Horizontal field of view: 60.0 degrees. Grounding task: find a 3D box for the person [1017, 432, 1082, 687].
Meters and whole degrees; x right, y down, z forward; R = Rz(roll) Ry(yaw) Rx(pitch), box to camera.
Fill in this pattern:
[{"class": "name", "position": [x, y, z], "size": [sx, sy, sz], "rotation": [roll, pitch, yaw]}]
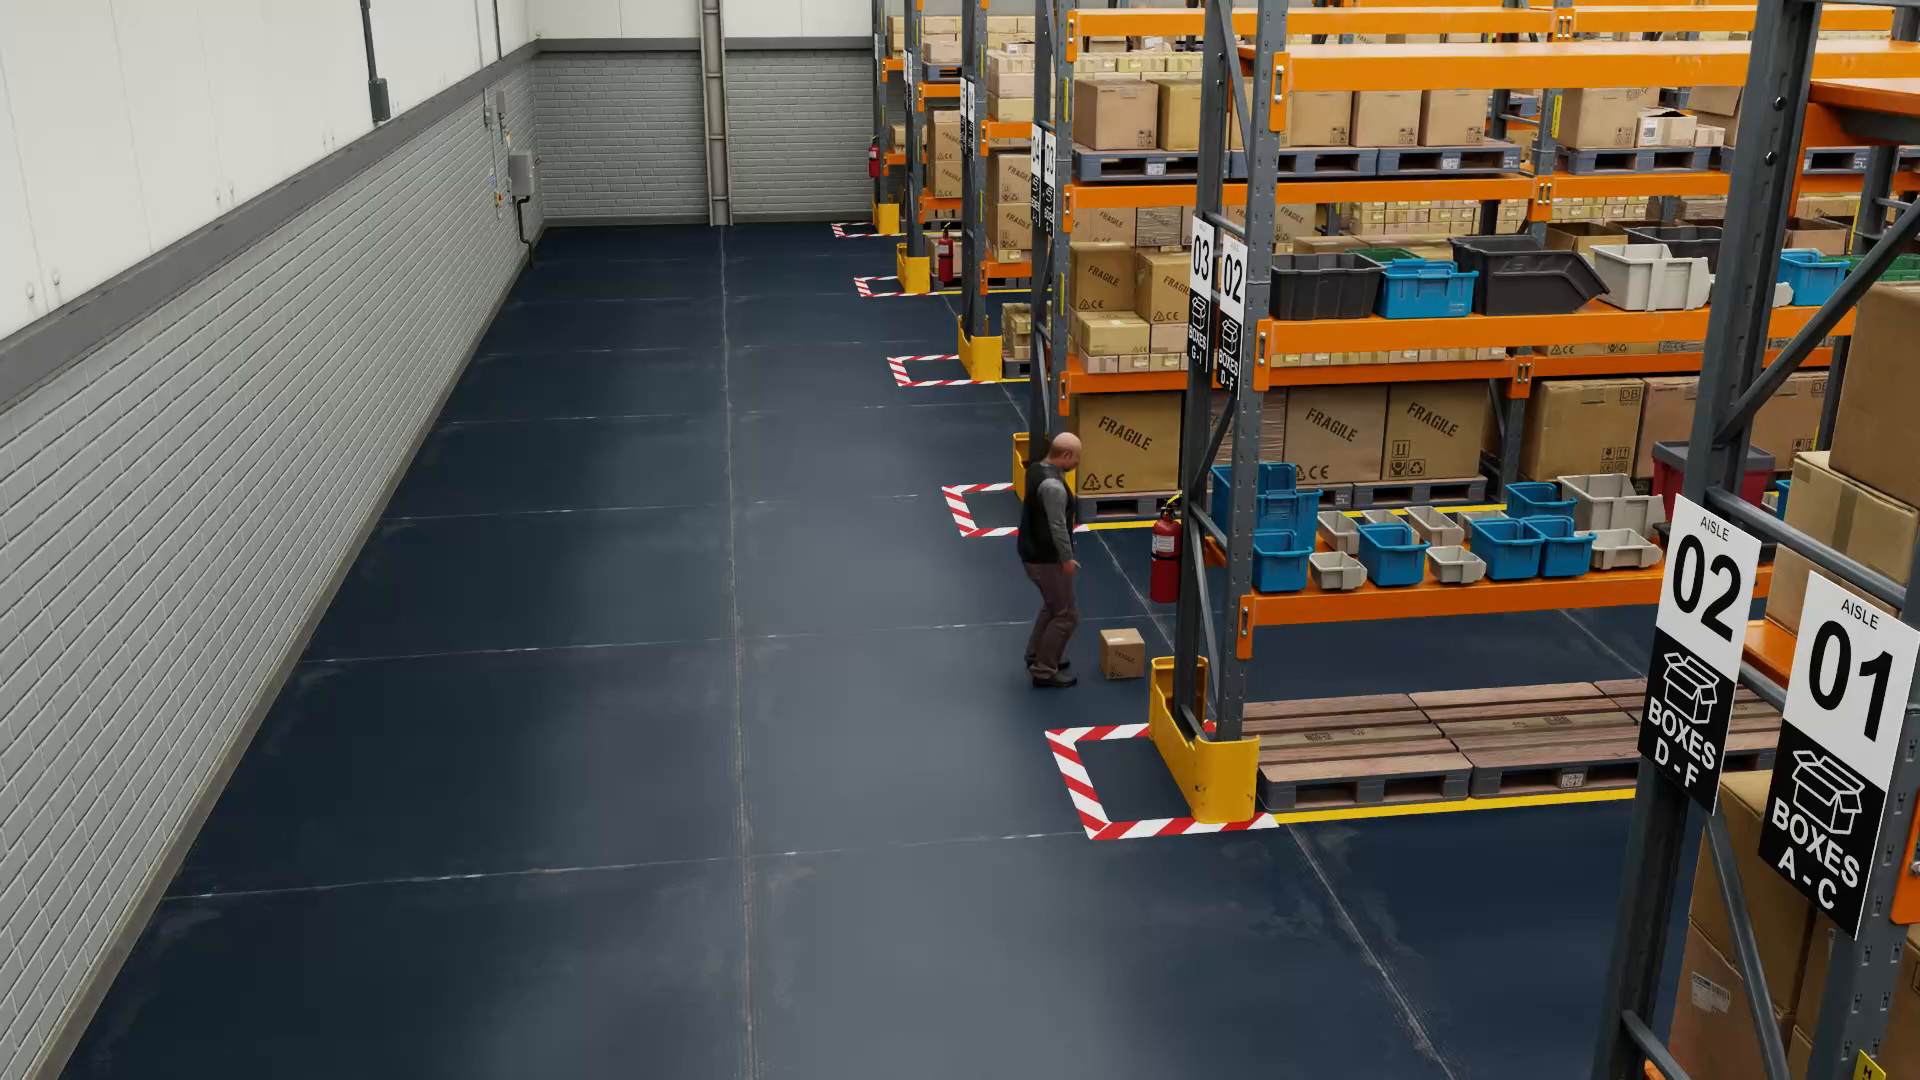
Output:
[{"class": "person", "position": [0.591, 0.111, 10.880], "size": [0.423, 1.679, 0.556], "rotation": [-2, 20, -6]}]
